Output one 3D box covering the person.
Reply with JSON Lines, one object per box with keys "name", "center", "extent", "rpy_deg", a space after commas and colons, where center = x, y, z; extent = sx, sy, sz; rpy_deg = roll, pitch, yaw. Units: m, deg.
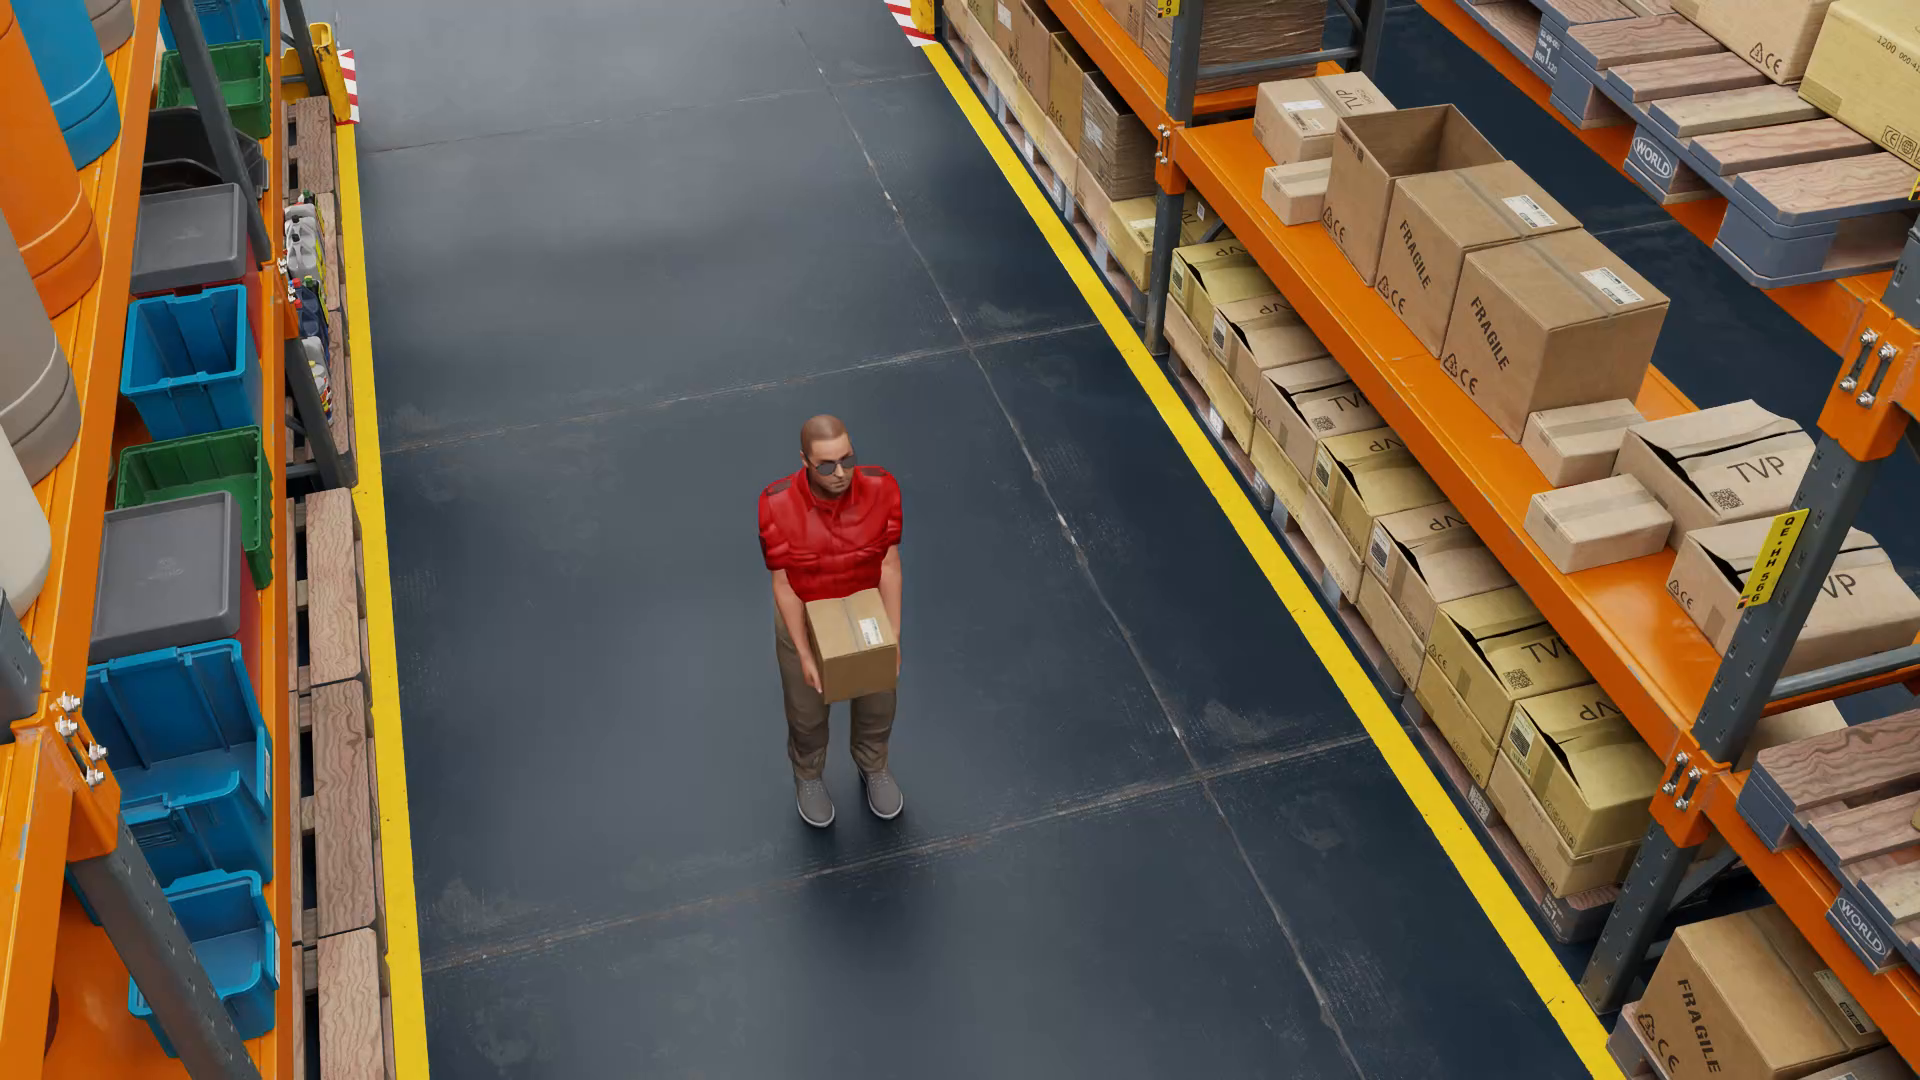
{"name": "person", "center": [-0.400, 0.348, 5.794], "extent": [0.491, 1.722, 0.533], "rpy_deg": [-12, 43, -13]}
